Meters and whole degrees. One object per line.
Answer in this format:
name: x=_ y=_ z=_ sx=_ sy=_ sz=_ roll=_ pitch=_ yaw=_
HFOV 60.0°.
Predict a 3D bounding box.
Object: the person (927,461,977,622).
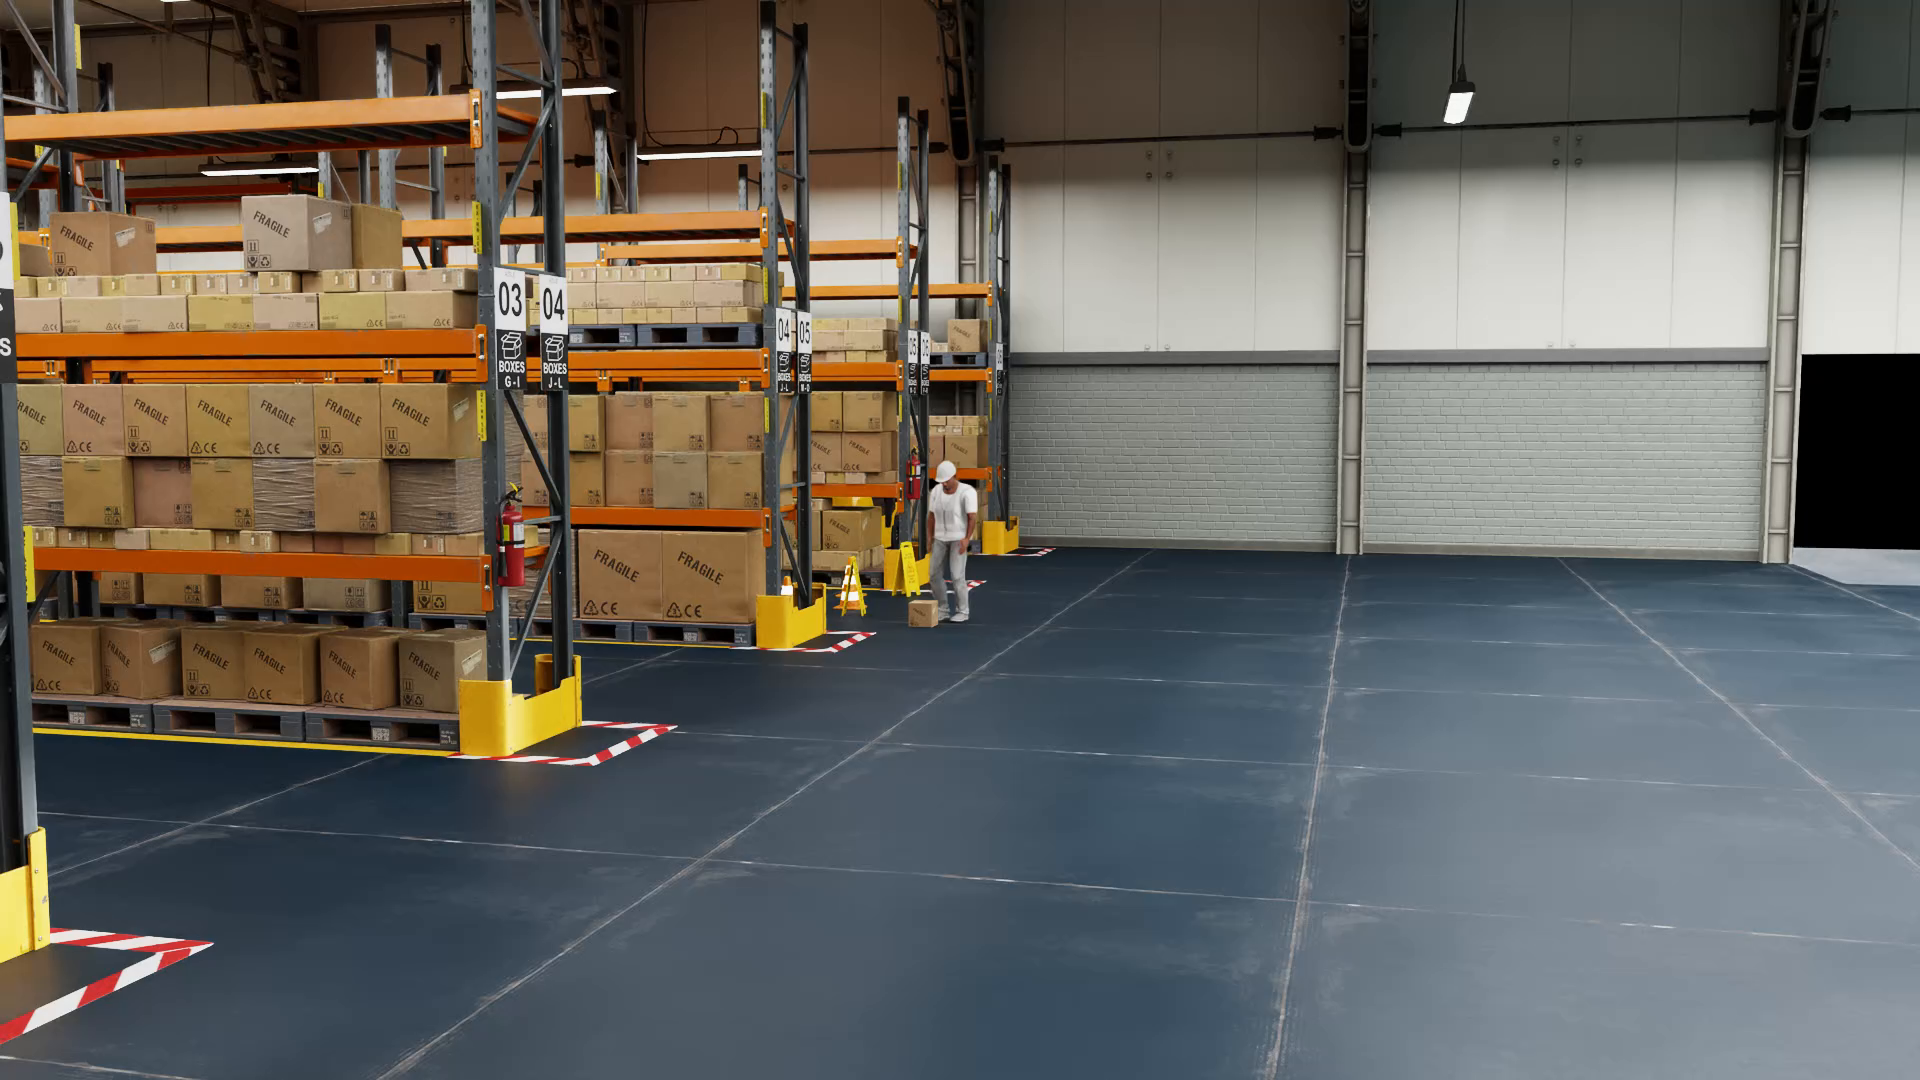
person: x=-0.094 y=0.011 z=17.629 sx=0.595 sy=1.707 sz=0.472 roll=3 pitch=6 yaw=33
